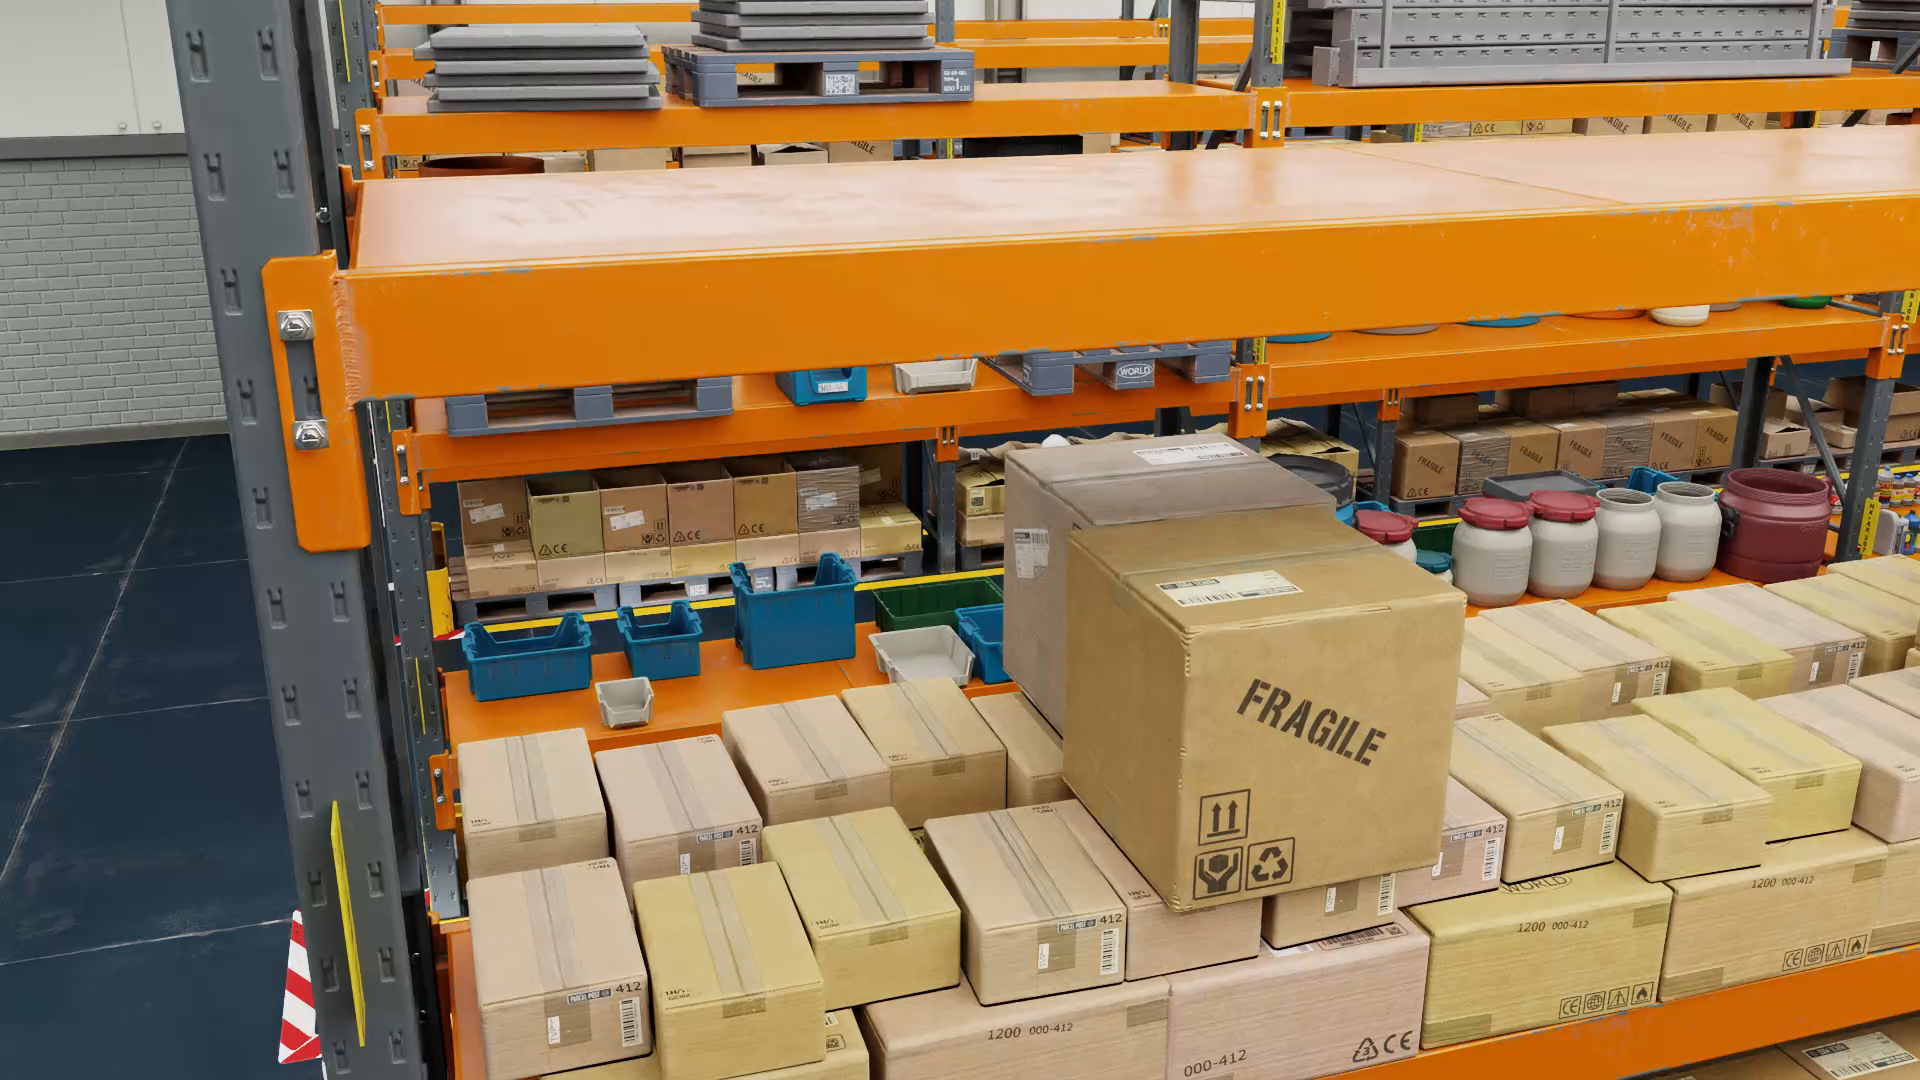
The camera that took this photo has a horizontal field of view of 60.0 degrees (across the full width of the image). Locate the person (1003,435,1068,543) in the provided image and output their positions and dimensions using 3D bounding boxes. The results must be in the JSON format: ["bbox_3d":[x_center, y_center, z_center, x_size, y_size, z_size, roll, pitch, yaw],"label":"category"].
[{"bbox_3d":[0.580,0.148,11.114,0.585,1.779,0.456,-6,20,-18],"label":"person"}]
